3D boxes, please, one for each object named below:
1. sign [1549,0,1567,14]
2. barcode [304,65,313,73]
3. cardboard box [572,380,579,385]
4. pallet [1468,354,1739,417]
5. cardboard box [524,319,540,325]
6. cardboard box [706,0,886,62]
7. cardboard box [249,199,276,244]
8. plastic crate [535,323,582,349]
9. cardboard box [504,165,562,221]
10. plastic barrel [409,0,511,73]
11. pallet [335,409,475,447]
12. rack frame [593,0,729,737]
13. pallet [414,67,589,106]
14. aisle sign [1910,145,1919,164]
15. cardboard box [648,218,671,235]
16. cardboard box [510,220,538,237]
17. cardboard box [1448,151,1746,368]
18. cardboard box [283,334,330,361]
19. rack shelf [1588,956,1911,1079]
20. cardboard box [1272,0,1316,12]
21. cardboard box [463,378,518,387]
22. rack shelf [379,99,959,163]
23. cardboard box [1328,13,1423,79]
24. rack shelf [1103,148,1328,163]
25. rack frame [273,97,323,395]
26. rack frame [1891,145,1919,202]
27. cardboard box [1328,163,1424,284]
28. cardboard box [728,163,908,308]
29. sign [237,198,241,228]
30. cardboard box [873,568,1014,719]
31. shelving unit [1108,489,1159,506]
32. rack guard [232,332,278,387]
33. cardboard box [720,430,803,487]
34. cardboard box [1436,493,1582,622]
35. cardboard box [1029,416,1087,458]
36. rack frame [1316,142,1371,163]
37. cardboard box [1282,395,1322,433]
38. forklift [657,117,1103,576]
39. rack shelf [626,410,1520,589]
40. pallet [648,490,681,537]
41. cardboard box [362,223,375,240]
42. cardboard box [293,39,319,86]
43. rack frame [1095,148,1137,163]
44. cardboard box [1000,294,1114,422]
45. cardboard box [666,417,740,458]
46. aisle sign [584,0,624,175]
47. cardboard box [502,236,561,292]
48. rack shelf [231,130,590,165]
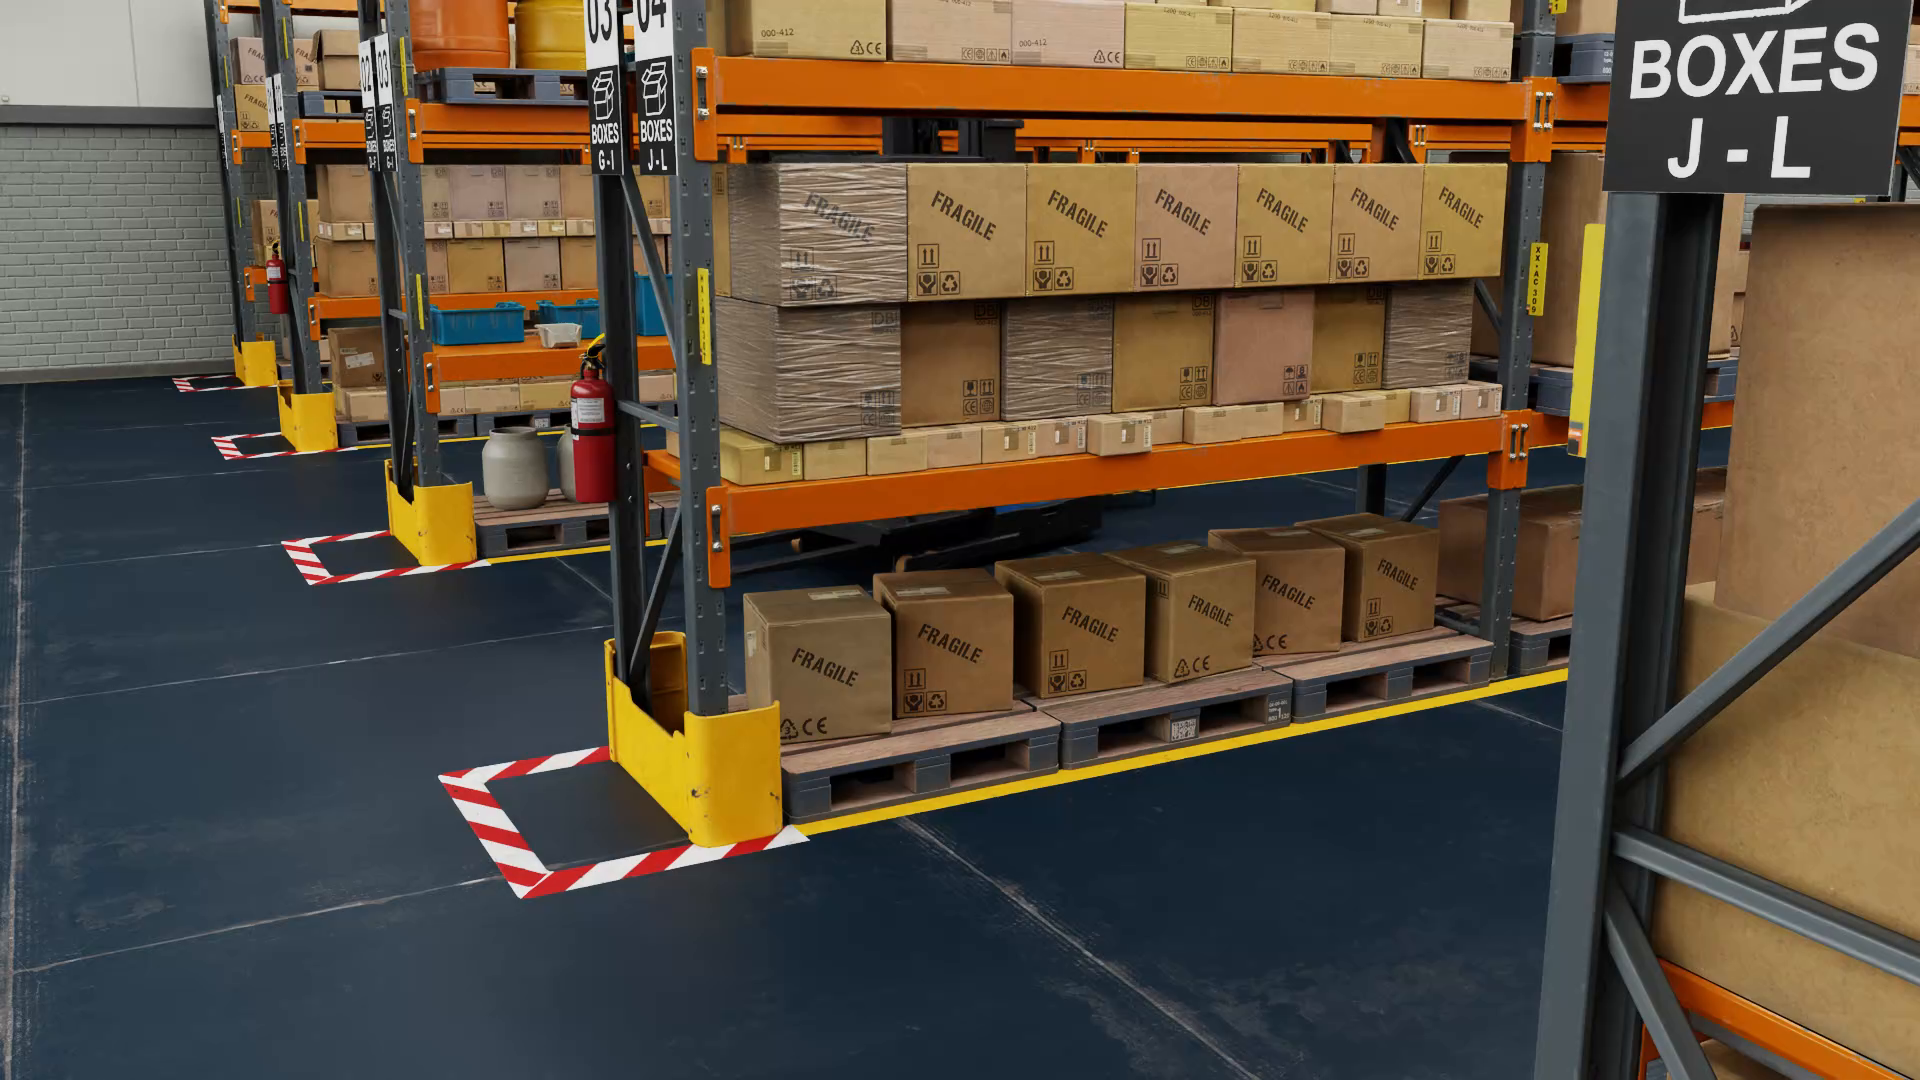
[{"bbox_3d":[2.636,-2.485,7.312,0.005,0.325,0.100,-7,14,-28],"label":"sign"},{"bbox_3d":[-5.852,-4.233,14.935,0.075,0.075,0.001,-7,14,-28],"label":"barcode"},{"bbox_3d":[-3.552,-1.449,16.024,0.500,0.250,0.500,-7,14,-28],"label":"cardboard box"},{"bbox_3d":[3.109,-0.832,8.413,1.213,0.211,1.003,-7,14,-28],"label":"pallet"},{"bbox_3d":[-4.247,-1.866,16.165,0.500,0.500,0.500,-7,14,-28],"label":"cardboard box"},{"bbox_3d":[-0.595,-1.844,5.980,0.500,0.250,0.500,-6,14,-26],"label":"cardboard box"},{"bbox_3d":[-7.950,-3.709,19.348,0.500,0.500,0.500,-7,14,-28],"label":"cardboard box"},{"bbox_3d":[-2.576,-1.311,10.702,0.250,0.136,0.298,-7,14,-28],"label":"plastic crate"},{"bbox_3d":[-4.082,-3.258,15.573,0.500,0.500,0.700,-7,14,-28],"label":"cardboard box"},{"bbox_3d":[-3.150,-3.361,10.444,0.708,0.830,0.600,-7,14,-28],"label":"plastic barrel"},{"bbox_3d":[-5.234,-1.090,15.473,1.213,0.211,1.003,-7,14,-28],"label":"pallet"},{"bbox_3d":[-1.142,-0.453,6.289,0.127,3.000,1.000,-7,14,-28],"label":"rack frame"},{"bbox_3d":[-2.742,-2.847,10.525,1.213,0.211,1.003,-7,14,-28],"label":"pallet"},{"bbox_3d":[10.449,-4.424,18.012,0.004,0.787,0.394,-7,14,-28],"label":"aisle sign"},{"bbox_3d":[-2.957,-3.025,16.012,0.250,0.149,0.380,-7,15,-30],"label":"cardboard box"},{"bbox_3d":[-4.088,-2.889,15.408,0.250,0.149,0.380,-7,14,-27],"label":"cardboard box"},{"bbox_3d":[3.133,-1.428,8.298,1.000,1.000,1.000,-7,14,-27],"label":"cardboard box"},{"bbox_3d":[-7.612,-2.275,19.507,0.500,0.311,0.500,-9,15,-34],"label":"cardboard box"},{"bbox_3d":[2.901,0.654,3.008,4.000,0.370,1.077,-7,14,-28],"label":"rack shelf"},{"bbox_3d":[1.273,-2.268,6.956,0.250,0.149,0.380,-6,14,-26],"label":"cardboard box"},{"bbox_3d":[-4.437,-1.713,15.487,0.500,0.500,0.500,-7,14,-28],"label":"cardboard box"},{"bbox_3d":[-1.760,-2.730,11.215,4.000,0.370,1.077,-7,14,-28],"label":"rack shelf"},{"bbox_3d":[1.630,-2.113,7.174,0.500,0.250,0.500,-6,14,-26],"label":"cardboard box"},{"bbox_3d":[4.026,-5.902,25.308,4.000,0.370,1.077,-7,14,-28],"label":"rack shelf"},{"bbox_3d":[-5.885,-2.362,14.774,0.127,3.000,1.000,-7,14,-28],"label":"rack frame"},{"bbox_3d":[10.529,-3.090,18.010,0.127,3.000,1.000,-7,14,-28],"label":"rack frame"},{"bbox_3d":[1.668,-1.402,7.324,0.500,0.500,0.500,-7,14,-28],"label":"cardboard box"},{"bbox_3d":[-0.529,-1.140,6.159,0.500,0.500,0.500,-7,14,-28],"label":"cardboard box"},{"bbox_3d":[-8.002,-3.634,18.454,0.005,0.325,0.100,-7,14,-28],"label":"sign"},{"bbox_3d":[-0.078,0.430,7.104,0.500,0.500,0.500,-3,13,-13],"label":"cardboard box"},{"bbox_3d":[0.895,-0.771,11.971,1.048,1.125,0.538,-10,16,-38],"label":"shelving unit"},{"bbox_3d":[-8.195,-2.105,19.324,0.348,0.500,1.175,-7,14,-28],"label":"rack guard"},{"bbox_3d":[-0.778,-0.314,6.246,0.250,0.149,0.380,-7,14,-28],"label":"cardboard box"},{"bbox_3d":[2.918,0.071,8.653,0.500,0.500,0.700,-8,15,-32],"label":"cardboard box"},{"bbox_3d":[0.316,-0.447,6.836,0.250,0.149,0.380,-7,14,-28],"label":"cardboard box"},{"bbox_3d":[4.647,-3.625,20.383,0.127,3.000,1.000,-7,14,-28],"label":"rack frame"},{"bbox_3d":[1.400,-0.584,7.444,0.250,0.149,0.380,-7,14,-28],"label":"cardboard box"},{"bbox_3d":[-0.451,-1.302,10.220,3.031,2.935,1.130,-12,17,-43],"label":"forklift"},{"bbox_3d":[0.613,-0.312,7.303,4.000,0.370,1.077,-7,14,-28],"label":"rack shelf"},{"bbox_3d":[-1.686,-0.276,11.854,1.213,0.211,1.003,-7,14,-28],"label":"pallet"},{"bbox_3d":[-5.207,-2.756,14.816,0.250,0.149,0.380,-7,15,-29],"label":"cardboard box"},{"bbox_3d":[-7.343,-5.363,18.725,0.500,0.500,0.500,-7,14,-29],"label":"cardboard box"},{"bbox_3d":[2.271,-4.579,24.623,0.127,3.000,1.000,-7,14,-28],"label":"rack frame"},{"bbox_3d":[0.195,-0.819,7.012,0.500,0.500,0.875,-7,14,-28],"label":"cardboard box"},{"bbox_3d":[-0.991,-0.400,6.626,0.250,0.149,0.380,-7,14,-28],"label":"cardboard box"},{"bbox_3d":[-1.340,-1.772,6.231,0.004,0.787,0.394,-7,14,-28],"label":"aisle sign"},{"bbox_3d":[-4.112,-2.621,15.696,0.500,0.500,0.700,-6,14,-26],"label":"cardboard box"},{"bbox_3d":[-6.507,-4.639,19.698,4.000,0.370,1.077,-7,14,-28],"label":"rack shelf"}]
